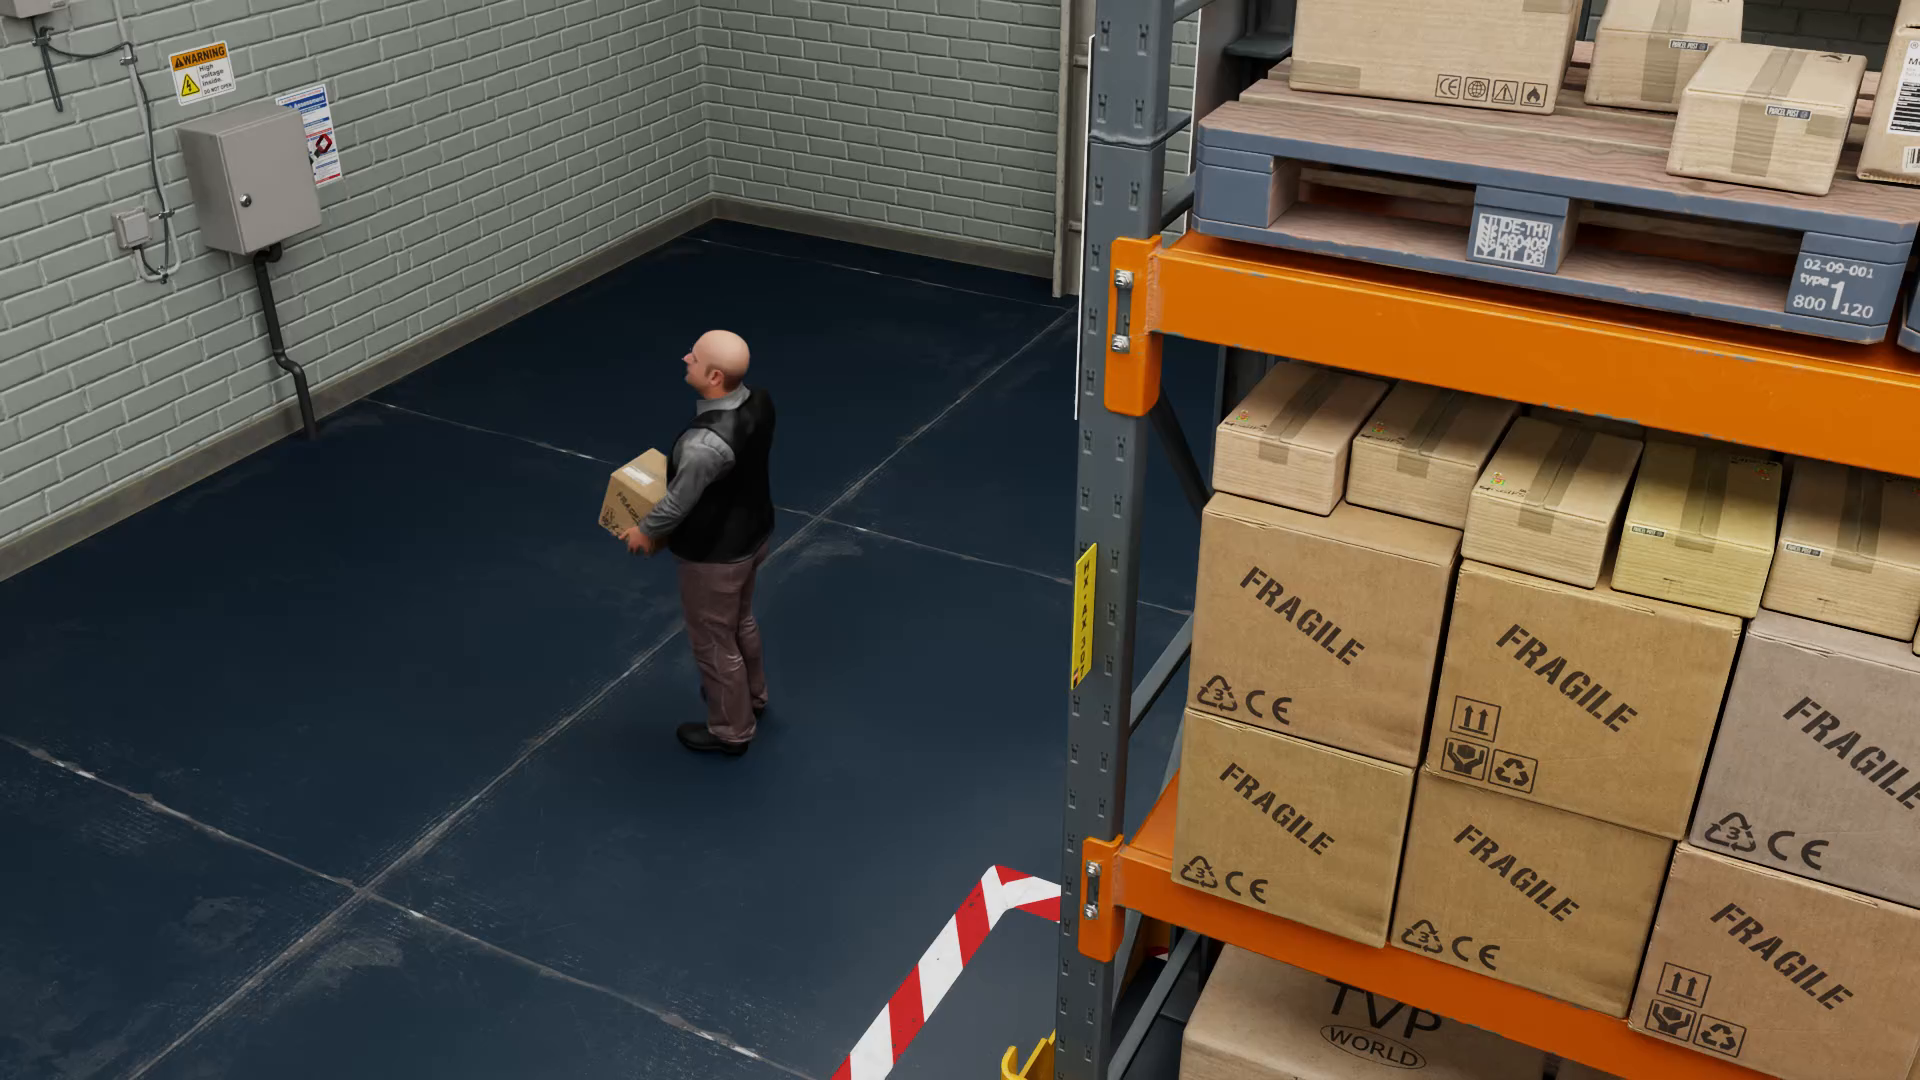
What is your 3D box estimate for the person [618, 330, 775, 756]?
[{"bbox_3d":[-0.953,0.008,6.137,0.527,1.724,0.532,8,31,14],"label":"person"}]
